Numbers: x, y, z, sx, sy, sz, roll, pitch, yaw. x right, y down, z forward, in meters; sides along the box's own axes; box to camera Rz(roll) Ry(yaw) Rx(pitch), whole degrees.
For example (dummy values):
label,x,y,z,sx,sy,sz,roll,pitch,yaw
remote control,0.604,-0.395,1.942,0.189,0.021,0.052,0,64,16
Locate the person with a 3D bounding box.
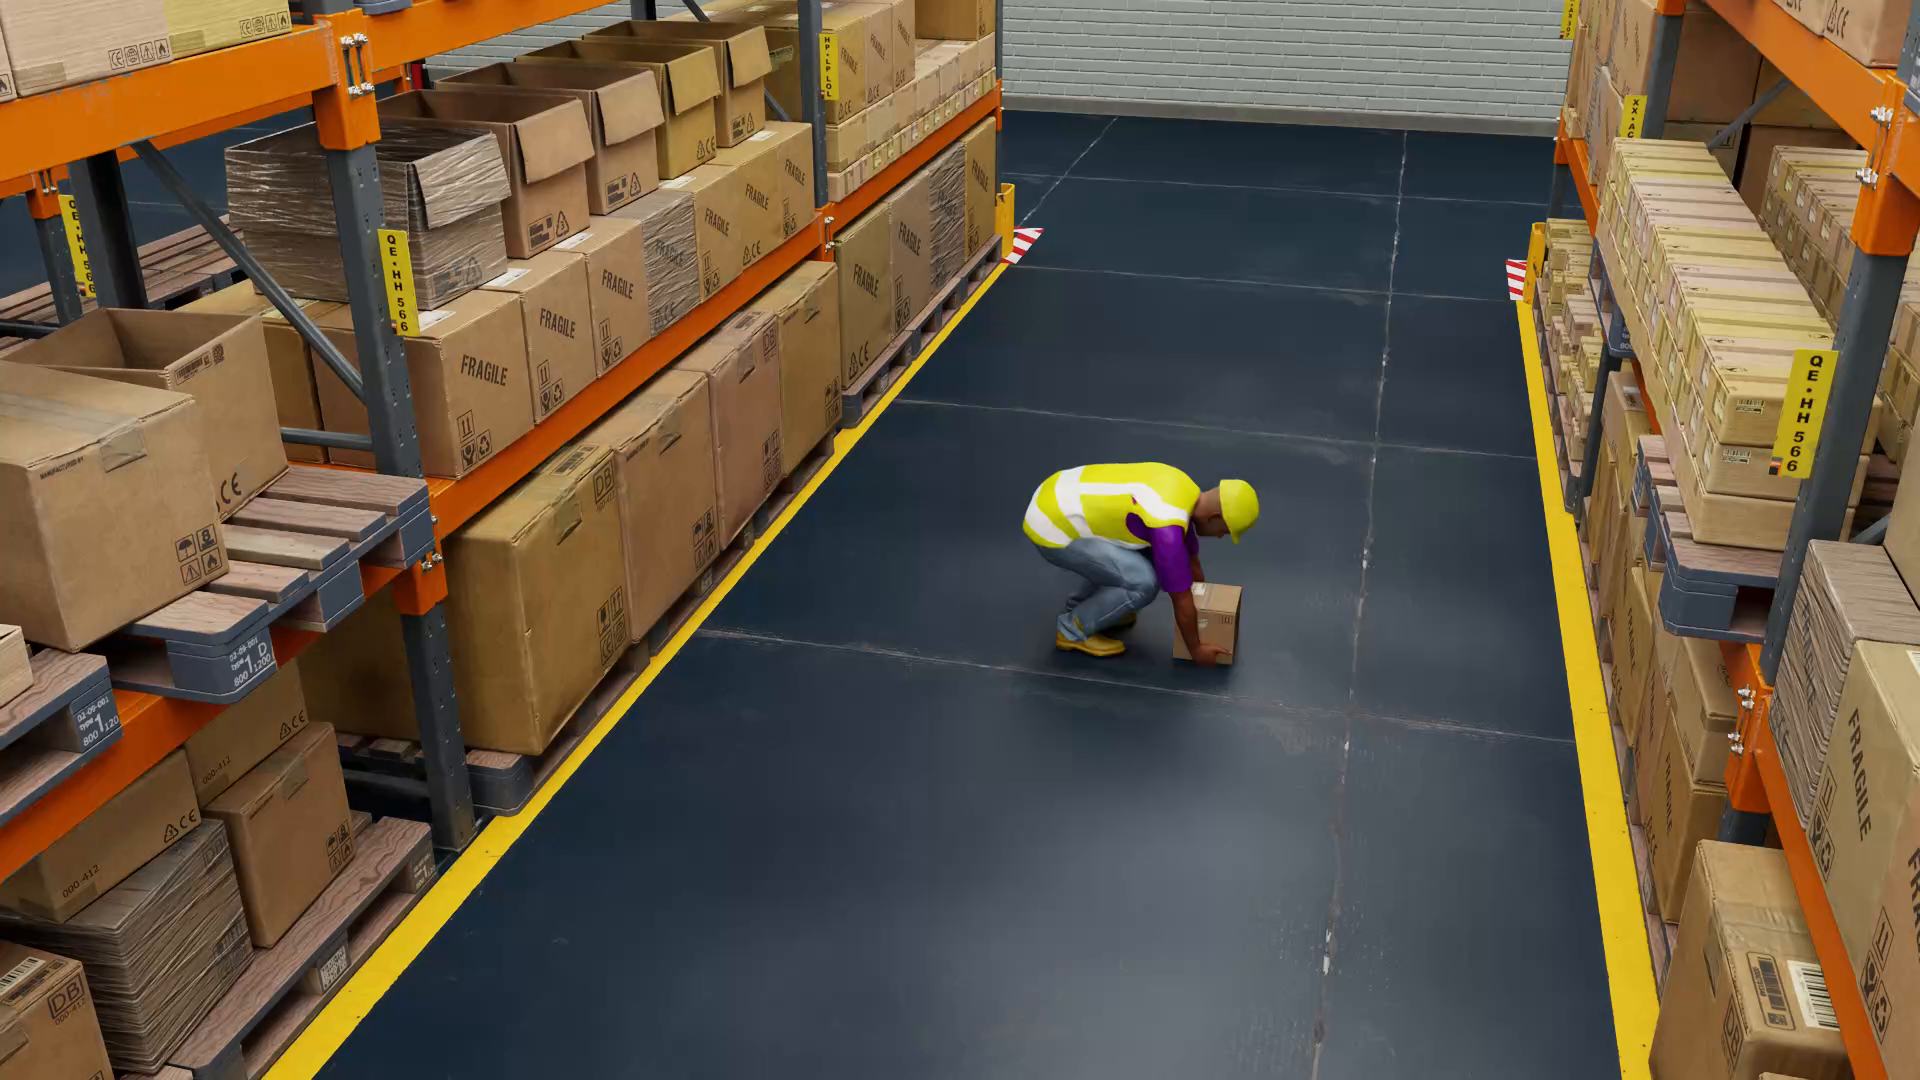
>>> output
label,x,y,z,sx,sy,sz,roll,pitch,yaw
person,0.762,0.072,7.084,0.974,0.821,0.522,6,26,12
